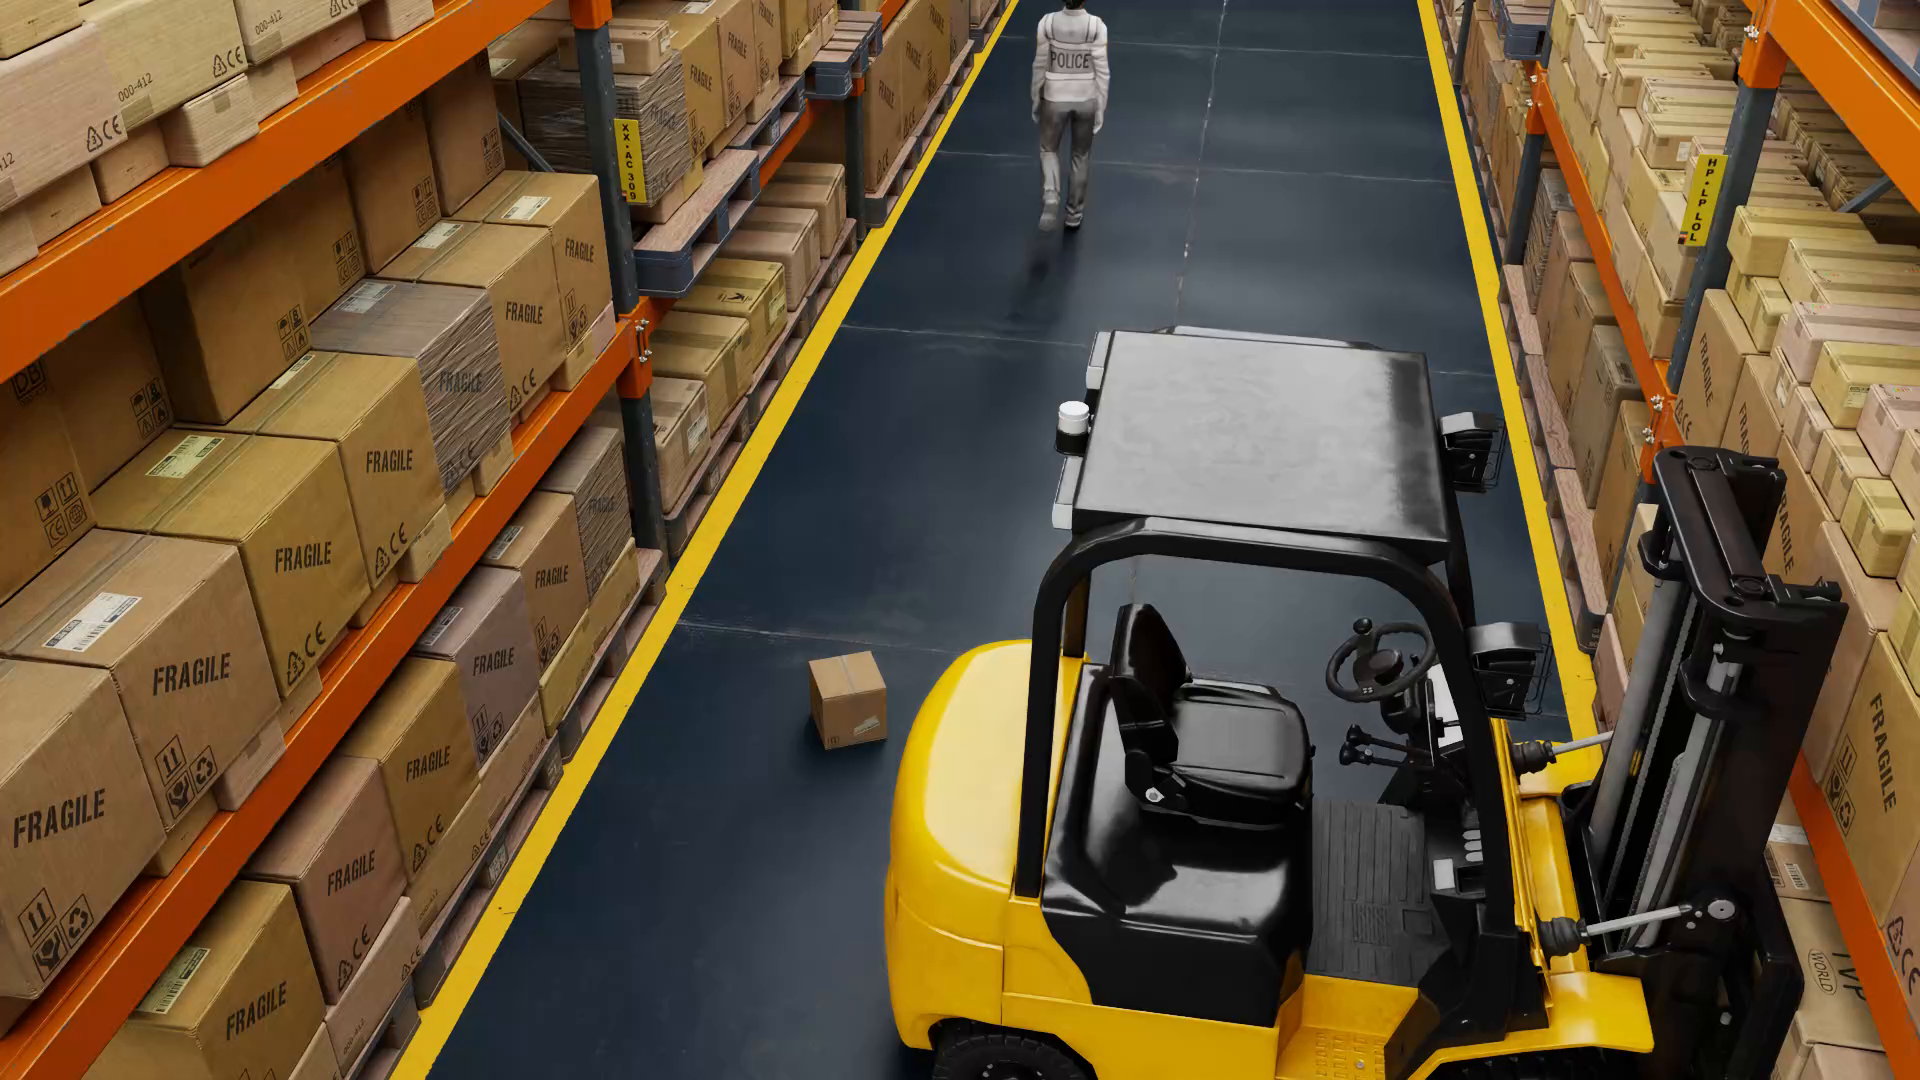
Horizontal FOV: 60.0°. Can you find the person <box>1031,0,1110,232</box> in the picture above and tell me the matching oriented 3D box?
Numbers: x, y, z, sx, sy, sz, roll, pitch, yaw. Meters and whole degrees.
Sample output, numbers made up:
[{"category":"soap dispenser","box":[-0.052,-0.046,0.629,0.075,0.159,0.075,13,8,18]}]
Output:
[{"category":"person","box":[0.677,-2.710,10.312,0.486,1.676,0.636,2,33,4]}]
